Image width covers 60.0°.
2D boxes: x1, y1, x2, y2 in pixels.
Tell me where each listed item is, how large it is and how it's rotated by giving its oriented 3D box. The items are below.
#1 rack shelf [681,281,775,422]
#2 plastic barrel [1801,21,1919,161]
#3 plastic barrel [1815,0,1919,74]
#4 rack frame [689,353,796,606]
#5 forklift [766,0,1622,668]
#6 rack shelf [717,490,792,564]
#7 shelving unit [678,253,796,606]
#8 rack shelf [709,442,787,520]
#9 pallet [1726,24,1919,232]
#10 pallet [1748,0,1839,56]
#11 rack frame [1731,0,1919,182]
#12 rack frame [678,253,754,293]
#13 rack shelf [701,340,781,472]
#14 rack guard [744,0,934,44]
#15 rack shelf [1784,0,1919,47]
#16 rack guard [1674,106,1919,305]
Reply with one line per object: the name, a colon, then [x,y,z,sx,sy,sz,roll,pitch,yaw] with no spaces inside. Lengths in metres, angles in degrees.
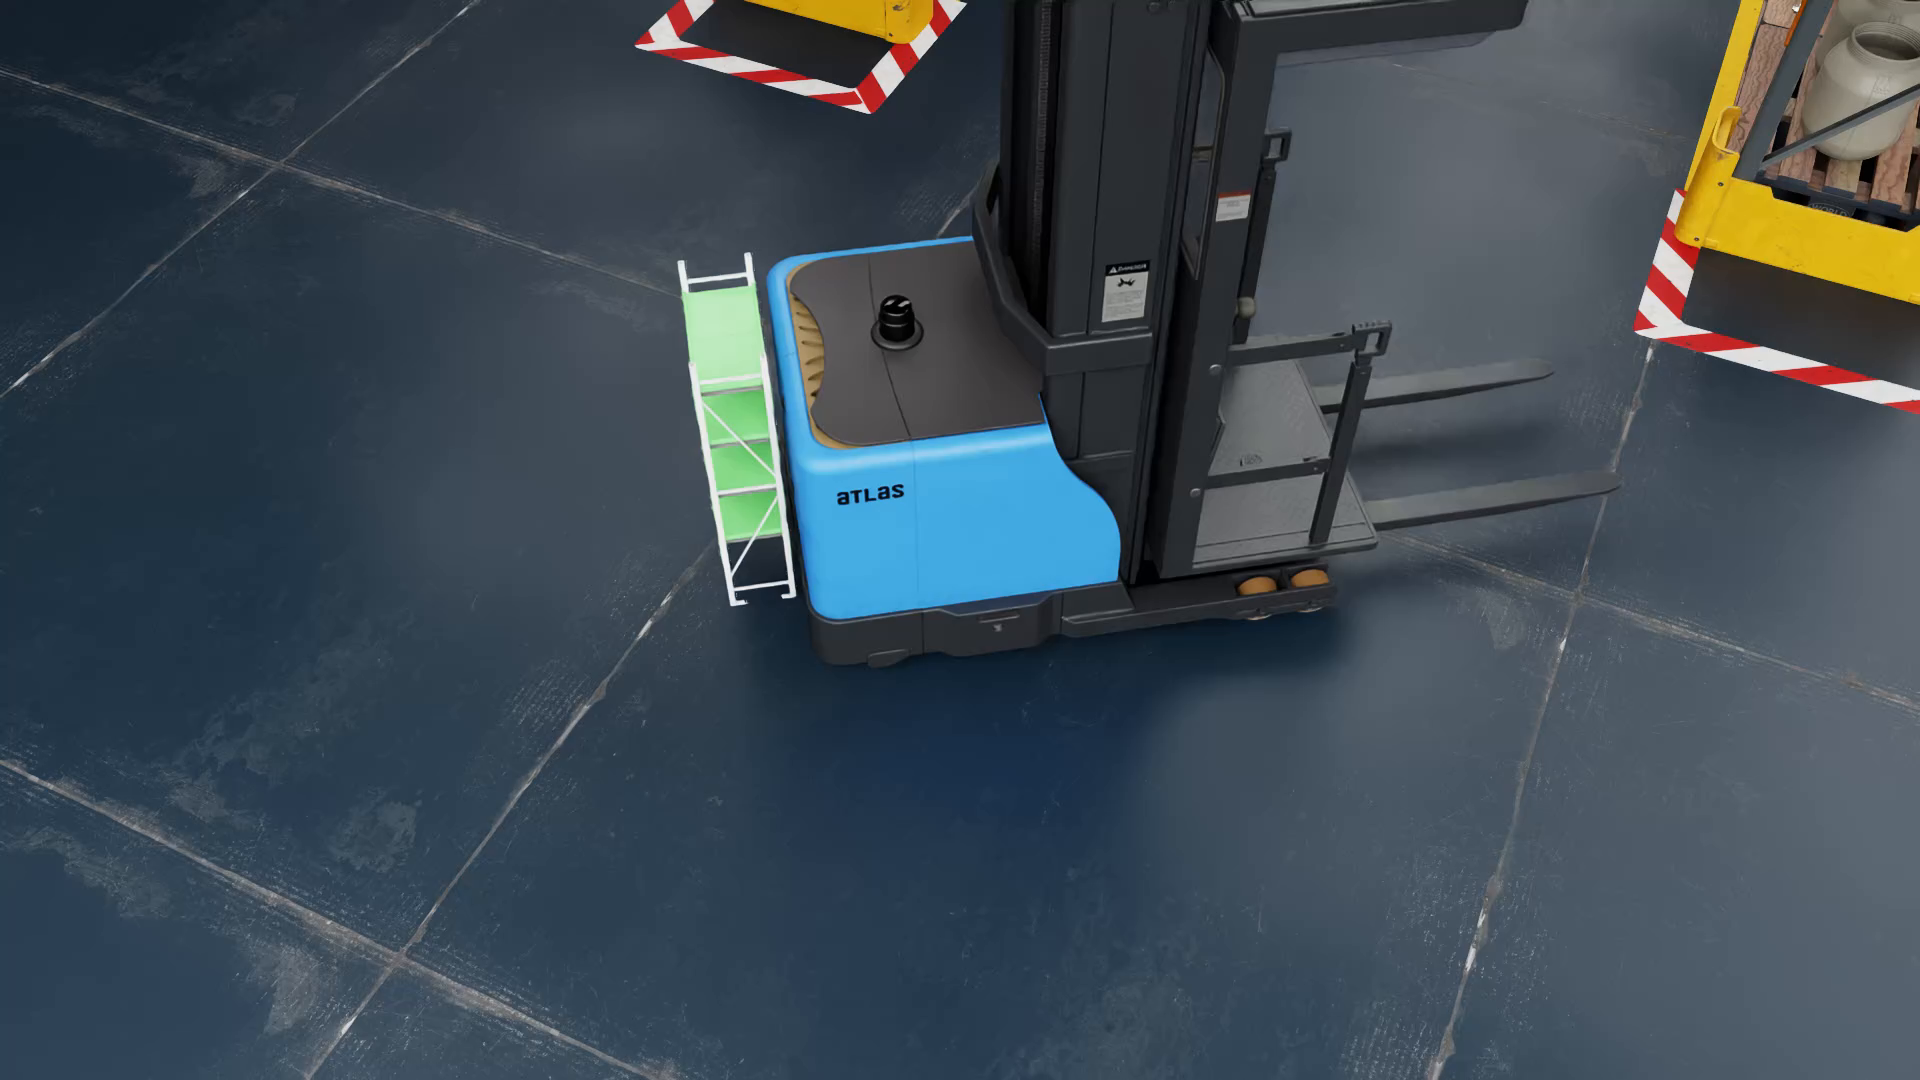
rack shelf: [-0.763,-0.622,5.445,0.258,0.148,0.480,-8,50,-7]
plastic barrel: [3.983,-1.972,7.316,0.421,0.512,0.421,0,50,0]
plastic barrel: [4.197,-2.317,7.610,0.421,0.512,0.421,0,50,0]
rack frame: [-0.718,-0.170,5.606,0.240,1.200,0.015,-8,50,-7]
forklift: [0.896,-1.053,5.221,3.031,2.935,1.130,-8,50,-7]
rack shelf: [-0.761,-0.156,5.993,0.258,0.148,0.480,-8,50,-7]
shelving unit: [-0.762,-0.353,5.762,0.258,1.200,0.503,-8,50,-7]
rack shelf: [-0.762,-0.311,5.810,0.258,0.148,0.480,-8,50,-7]
pallet: [4.113,-1.886,7.716,1.003,0.211,1.213,20,52,16]
pallet: [4.635,-2.723,8.428,1.003,0.211,1.213,20,52,16]
rack frame: [3.771,-2.164,6.122,1.000,3.000,0.127,20,52,16]
rack frame: [-0.805,-0.535,5.917,0.240,1.200,0.015,-8,50,-7]
rack shelf: [-0.762,-0.467,5.628,0.258,0.148,0.480,-8,50,-7]
rack guard: [-0.716,-2.952,8.433,1.175,0.500,0.348,20,52,16]
rack shelf: [4.625,-3.308,7.568,1.077,0.370,4.000,20,52,16]
rack guard: [3.761,-1.422,7.131,1.175,0.500,0.348,20,52,16]
